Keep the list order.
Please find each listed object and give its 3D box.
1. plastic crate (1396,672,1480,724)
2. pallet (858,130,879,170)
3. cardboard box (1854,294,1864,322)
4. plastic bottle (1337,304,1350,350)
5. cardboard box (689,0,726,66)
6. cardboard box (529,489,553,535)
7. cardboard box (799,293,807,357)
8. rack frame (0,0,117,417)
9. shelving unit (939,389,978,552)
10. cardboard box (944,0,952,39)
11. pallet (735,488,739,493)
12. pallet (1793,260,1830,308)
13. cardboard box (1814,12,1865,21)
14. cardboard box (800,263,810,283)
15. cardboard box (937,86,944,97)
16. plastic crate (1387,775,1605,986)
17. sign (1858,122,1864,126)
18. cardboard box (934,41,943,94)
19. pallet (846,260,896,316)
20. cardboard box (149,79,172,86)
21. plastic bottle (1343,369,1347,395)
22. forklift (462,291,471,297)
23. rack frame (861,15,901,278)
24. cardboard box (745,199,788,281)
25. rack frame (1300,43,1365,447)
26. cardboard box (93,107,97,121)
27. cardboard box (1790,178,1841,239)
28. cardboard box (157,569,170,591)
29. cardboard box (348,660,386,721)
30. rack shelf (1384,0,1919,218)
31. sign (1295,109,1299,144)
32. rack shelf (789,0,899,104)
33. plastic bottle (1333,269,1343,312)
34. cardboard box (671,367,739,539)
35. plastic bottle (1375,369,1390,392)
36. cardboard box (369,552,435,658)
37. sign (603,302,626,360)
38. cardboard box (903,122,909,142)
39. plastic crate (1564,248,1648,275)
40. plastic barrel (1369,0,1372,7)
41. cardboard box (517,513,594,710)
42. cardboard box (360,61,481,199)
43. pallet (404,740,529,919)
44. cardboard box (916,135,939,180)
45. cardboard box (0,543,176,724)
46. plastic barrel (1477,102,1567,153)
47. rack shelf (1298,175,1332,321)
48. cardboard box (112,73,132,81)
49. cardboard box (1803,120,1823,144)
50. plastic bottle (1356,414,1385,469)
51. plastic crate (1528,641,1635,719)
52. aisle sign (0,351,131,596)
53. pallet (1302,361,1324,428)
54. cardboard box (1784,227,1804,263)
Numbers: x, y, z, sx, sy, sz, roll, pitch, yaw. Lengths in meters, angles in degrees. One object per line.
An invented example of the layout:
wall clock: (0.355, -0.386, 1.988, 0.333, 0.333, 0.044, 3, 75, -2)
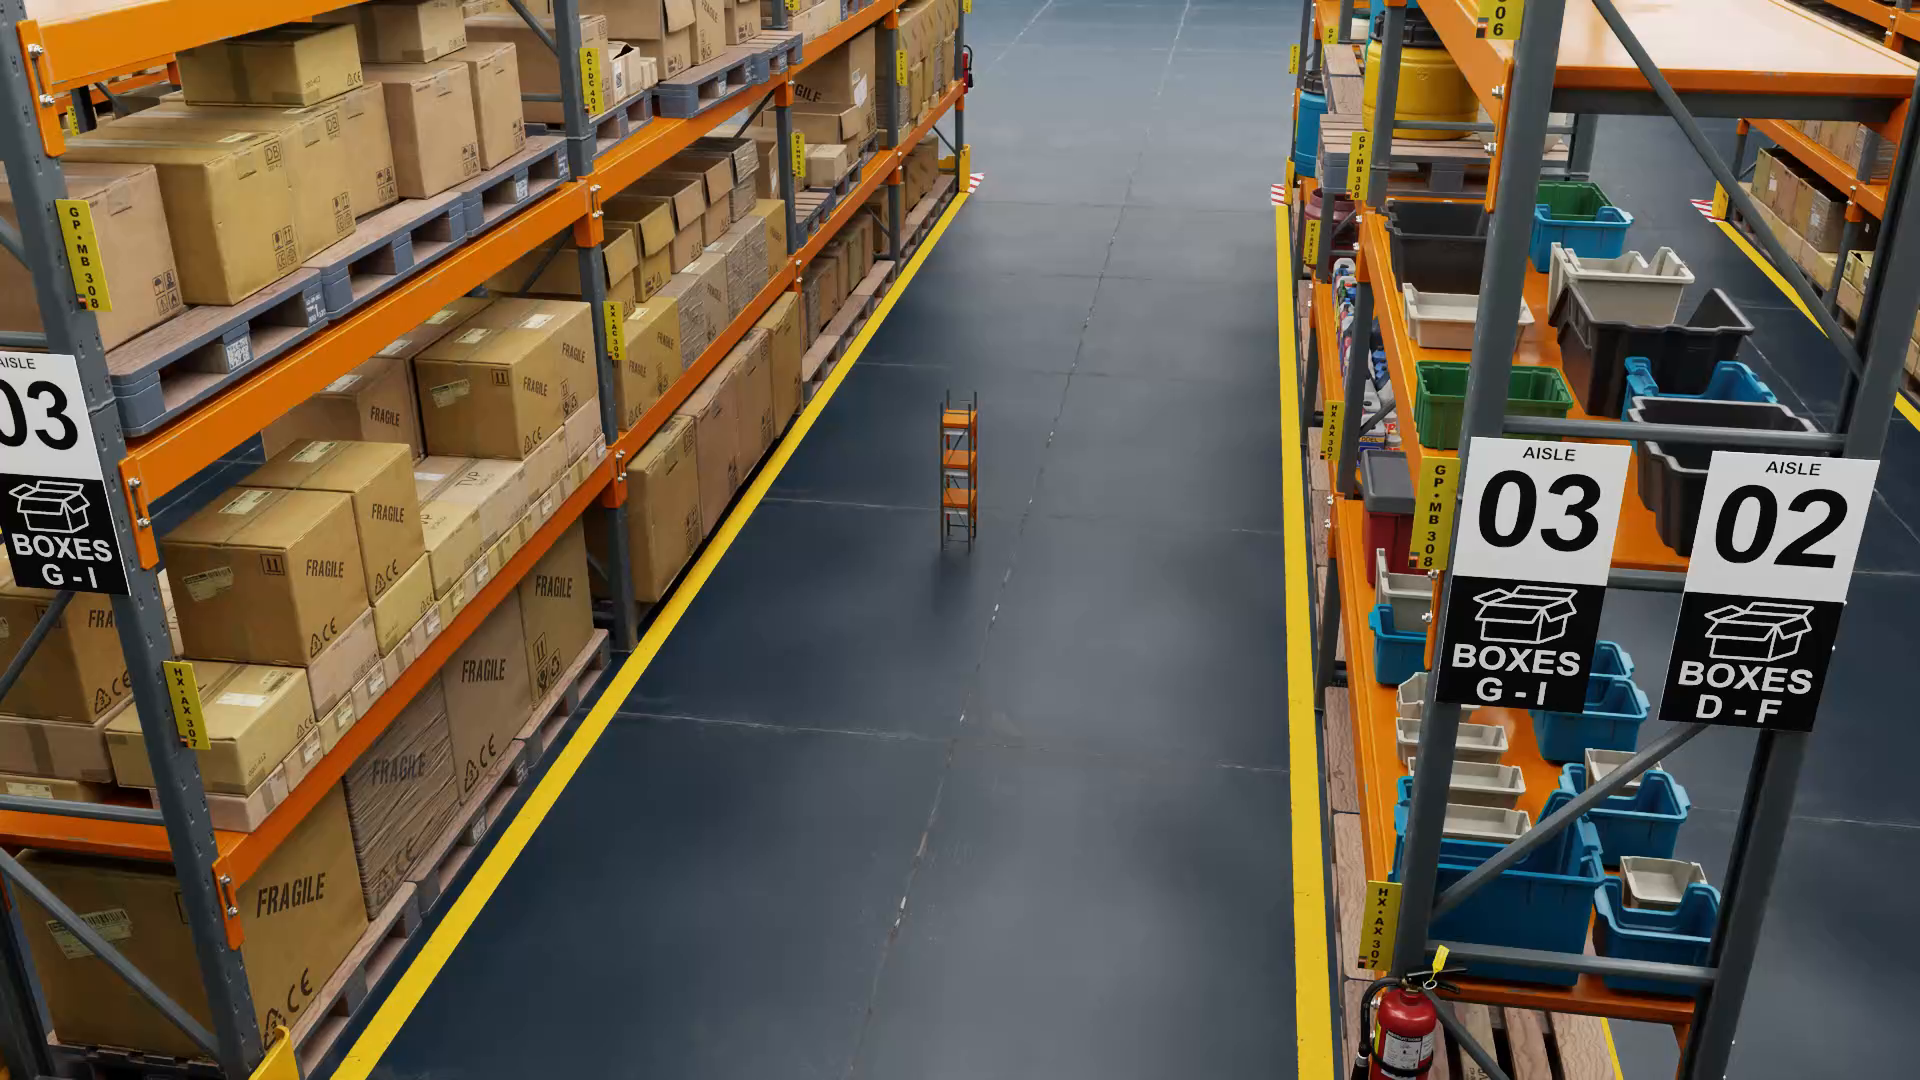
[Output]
plastic crate: (1.880, 0.649, 6.566, 0.298, 0.136, 0.250, 4, 25, 9)
pallet: (-1.381, -3.692, 15.826, 1.003, 0.211, 1.213, 4, 25, 9)
cardboard box: (8.265, -1.980, 14.690, 0.500, 0.250, 0.500, 5, 25, 10)
plastic bottle: (2.496, -1.381, 10.800, 0.061, 0.283, 0.133, 4, 25, 9)
cardboard box: (-1.849, -3.382, 10.786, 0.500, 0.500, 0.500, 5, 26, 11)
cardboard box: (-2.273, -0.156, 8.342, 0.380, 0.149, 0.250, 4, 25, 9)
cardboard box: (-1.677, -1.764, 13.911, 0.700, 0.500, 0.500, 3, 25, 6)
rack frame: (-3.074, -1.787, 4.453, 1.000, 3.000, 0.127, 4, 25, 9)
shelving unit: (-0.009, -0.453, 10.980, 0.215, 1.050, 0.252, 4, 25, 9)
cardboard box: (-0.381, -5.938, 18.749, 0.500, 0.500, 0.500, 4, 25, 9)
pallet: (-2.171, -0.319, 11.683, 1.003, 0.211, 1.213, 4, 25, 9)
pallet: (8.831, -2.467, 16.272, 1.003, 0.211, 1.213, 4, 25, 9)
cardboard box: (9.054, -5.059, 16.871, 0.700, 0.500, 0.500, 4, 25, 9)
cardboard box: (-1.610, -2.327, 14.229, 0.500, 0.250, 0.500, 7, 26, 14)
cardboard box: (-0.390, -5.198, 19.113, 0.380, 0.149, 0.250, 4, 25, 9)
plastic crate: (1.683, 1.077, 5.298, 0.616, 0.435, 0.499, 4, 25, 9)
sign: (8.112, -3.866, 14.857, 0.100, 0.325, 0.005, 4, 25, 9)
cardboard box: (-0.664, -5.290, 18.544, 0.875, 0.500, 0.500, 4, 25, 9)
pallet: (-1.239, -2.500, 16.342, 1.003, 0.211, 1.213, 4, 25, 9)
cardboard box: (-6.479, -3.698, 14.315, 0.700, 0.500, 0.500, 4, 25, 8)
plastic bottle: (2.368, -0.967, 10.012, 0.097, 0.201, 0.097, 0, 25, 0)
forklift: (-4.214, -2.299, 12.705, 1.130, 2.935, 3.031, 4, 25, 8)
rack frame: (-1.113, -4.089, 16.447, 1.000, 3.000, 0.127, 4, 25, 9)
cardboard box: (-1.603, -2.237, 12.374, 0.500, 0.500, 0.500, 5, 26, 10)
rack frame: (3.120, -2.072, 12.139, 1.000, 3.000, 0.127, 4, 25, 9)
cardboard box: (-10.324, -4.958, 19.401, 0.380, 0.149, 0.250, 5, 26, 12)
cardboard box: (8.691, -3.312, 16.651, 0.500, 0.500, 0.500, 4, 25, 9)
cardboard box: (-3.090, 0.217, 7.073, 0.500, 0.250, 0.500, 3, 25, 7)
cardboard box: (-2.567, 0.595, 6.737, 0.380, 0.149, 0.250, 4, 25, 8)
rack shelf: (2.139, -1.773, 5.744, 1.077, 0.370, 4.000, 4, 25, 9)
sign: (3.233, -3.914, 15.746, 0.100, 0.325, 0.005, 4, 25, 9)
rack shelf: (-1.440, -4.285, 14.176, 1.077, 0.370, 4.000, 4, 25, 9)
plastic bottle: (2.632, -1.727, 11.538, 0.061, 0.283, 0.133, 4, 25, 9)
cardboard box: (-2.190, -0.613, 11.033, 1.225, 0.875, 0.875, 3, 25, 7)
plastic bottle: (2.466, -0.852, 9.589, 0.144, 0.351, 0.185, 4, 25, 9)
cardboard box: (-2.565, 0.254, 6.996, 0.500, 0.250, 0.500, 3, 25, 7)
sign: (-1.872, -1.133, 9.017, 0.100, 0.325, 0.005, 4, 25, 9)
cardboard box: (-0.727, -4.148, 16.869, 0.380, 0.149, 0.250, 4, 25, 9)
plastic crate: (2.634, -1.080, 6.793, 0.293, 0.136, 0.466, 4, 25, 9)
plastic barrel: (3.905, -5.103, 14.485, 0.600, 0.901, 0.708, 4, 25, 9)
cardboard box: (-2.607, 0.300, 9.082, 0.875, 0.875, 0.875, 4, 25, 9)
cardboard box: (-2.581, -1.826, 7.343, 0.700, 0.500, 0.500, 5, 26, 11)
pallet: (-2.819, 1.345, 8.128, 1.003, 0.211, 1.213, 4, 25, 9)
cardboard box: (-0.578, -4.560, 19.906, 0.500, 0.500, 0.500, 9, 27, 18)
cardboard box: (-3.254, 0.302, 6.008, 0.500, 0.500, 0.500, 4, 25, 9)
plastic barrel: (2.799, -2.213, 8.245, 0.433, 0.535, 0.433, 0, 25, 0)
rack shelf: (3.447, -2.583, 14.079, 1.077, 0.370, 4.000, 4, 25, 9)
cardboard box: (-10.226, -5.623, 20.022, 0.380, 0.149, 0.250, 4, 25, 8)
cardboard box: (8.974, -4.277, 16.731, 0.700, 0.500, 0.500, 5, 26, 10)
plastic bottle: (2.212, -0.531, 8.992, 0.152, 0.276, 0.135, 4, 25, 9)
plastic crate: (2.442, 0.565, 6.630, 0.416, 0.233, 0.300, 4, 25, 9)
aisle sign: (-2.790, -0.196, 5.064, 0.394, 0.787, 0.004, 4, 25, 9)
pallet: (3.285, -1.131, 13.417, 1.003, 0.211, 1.213, 4, 25, 9)
cardboard box: (8.679, -2.973, 16.812, 0.500, 0.250, 0.500, 4, 25, 9)
